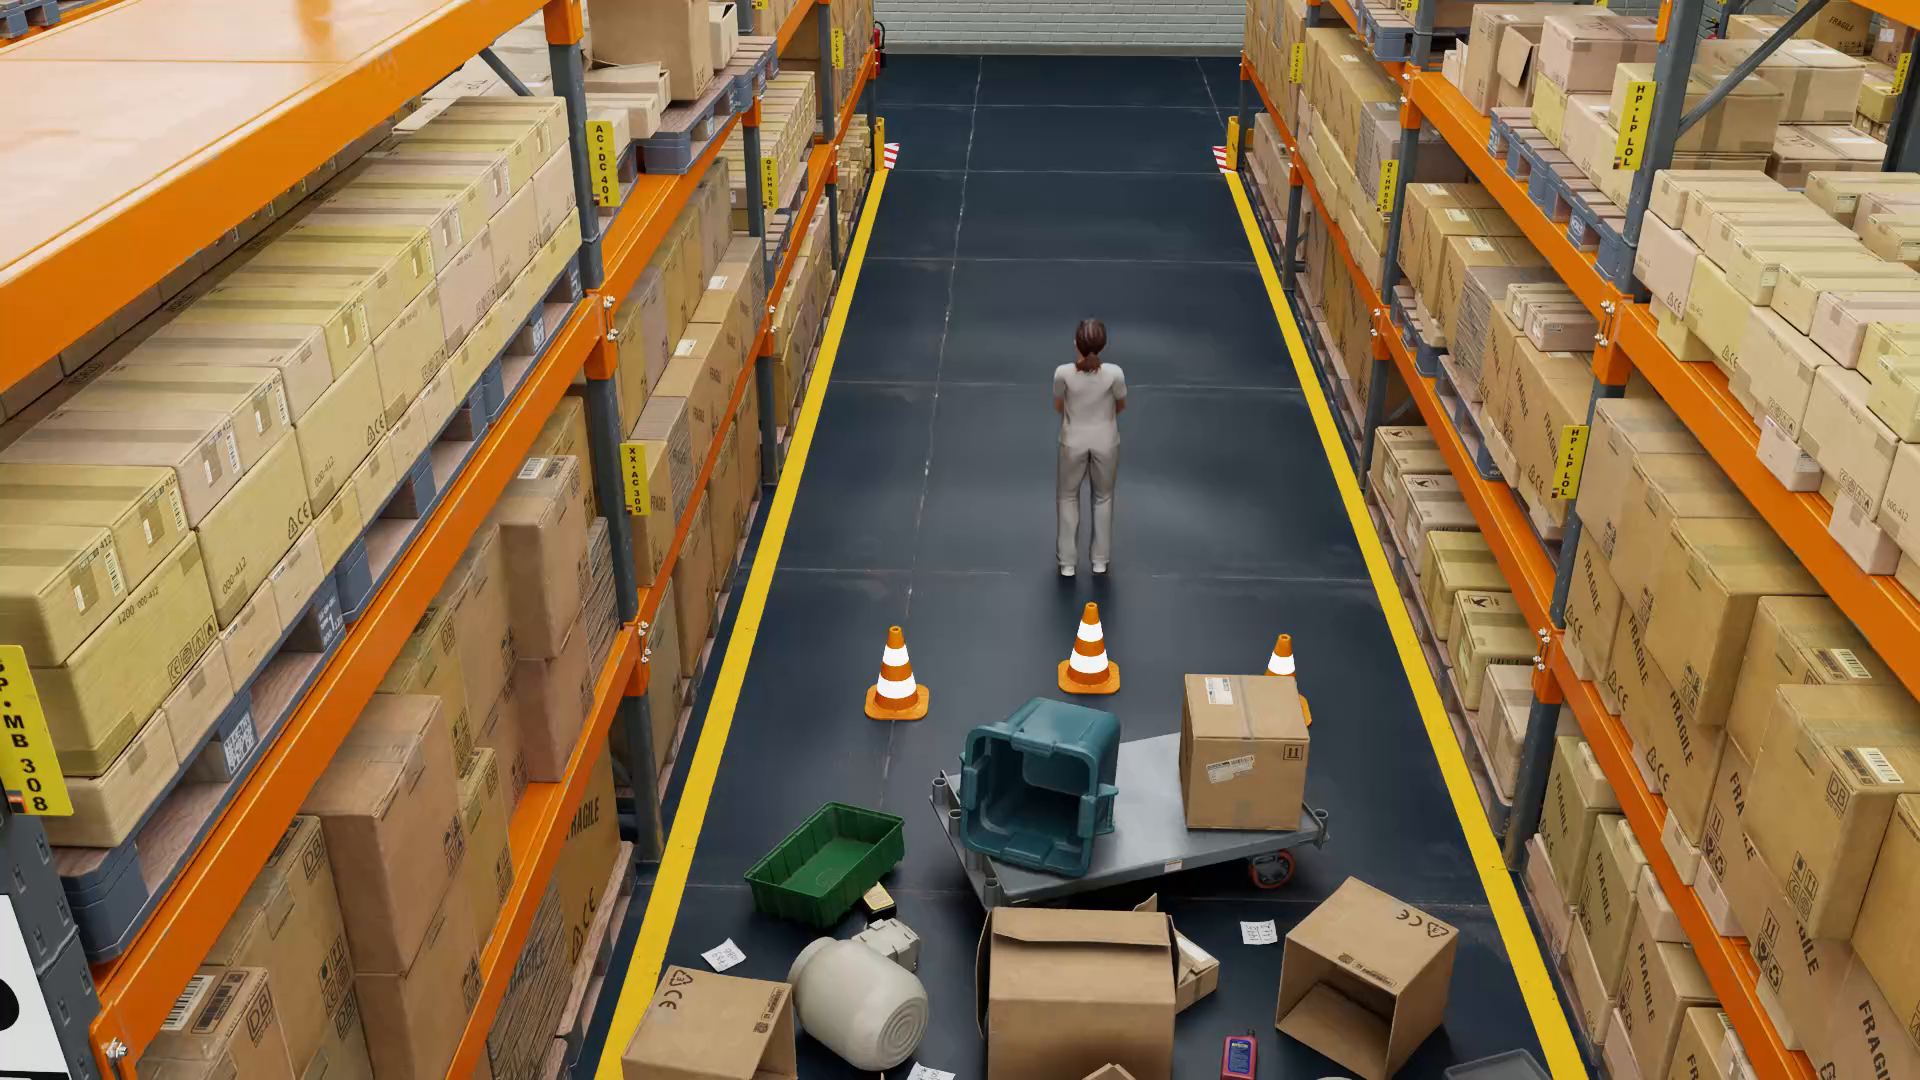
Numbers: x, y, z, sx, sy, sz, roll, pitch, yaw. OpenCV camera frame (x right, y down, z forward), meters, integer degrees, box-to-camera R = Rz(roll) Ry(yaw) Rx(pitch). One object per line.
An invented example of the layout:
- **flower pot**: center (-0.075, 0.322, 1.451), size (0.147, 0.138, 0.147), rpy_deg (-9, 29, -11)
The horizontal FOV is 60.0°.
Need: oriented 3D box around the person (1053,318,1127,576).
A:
- **person**: center (0.764, -0.582, 9.952), size (0.437, 1.662, 0.555), rpy_deg (1, 28, 3)
